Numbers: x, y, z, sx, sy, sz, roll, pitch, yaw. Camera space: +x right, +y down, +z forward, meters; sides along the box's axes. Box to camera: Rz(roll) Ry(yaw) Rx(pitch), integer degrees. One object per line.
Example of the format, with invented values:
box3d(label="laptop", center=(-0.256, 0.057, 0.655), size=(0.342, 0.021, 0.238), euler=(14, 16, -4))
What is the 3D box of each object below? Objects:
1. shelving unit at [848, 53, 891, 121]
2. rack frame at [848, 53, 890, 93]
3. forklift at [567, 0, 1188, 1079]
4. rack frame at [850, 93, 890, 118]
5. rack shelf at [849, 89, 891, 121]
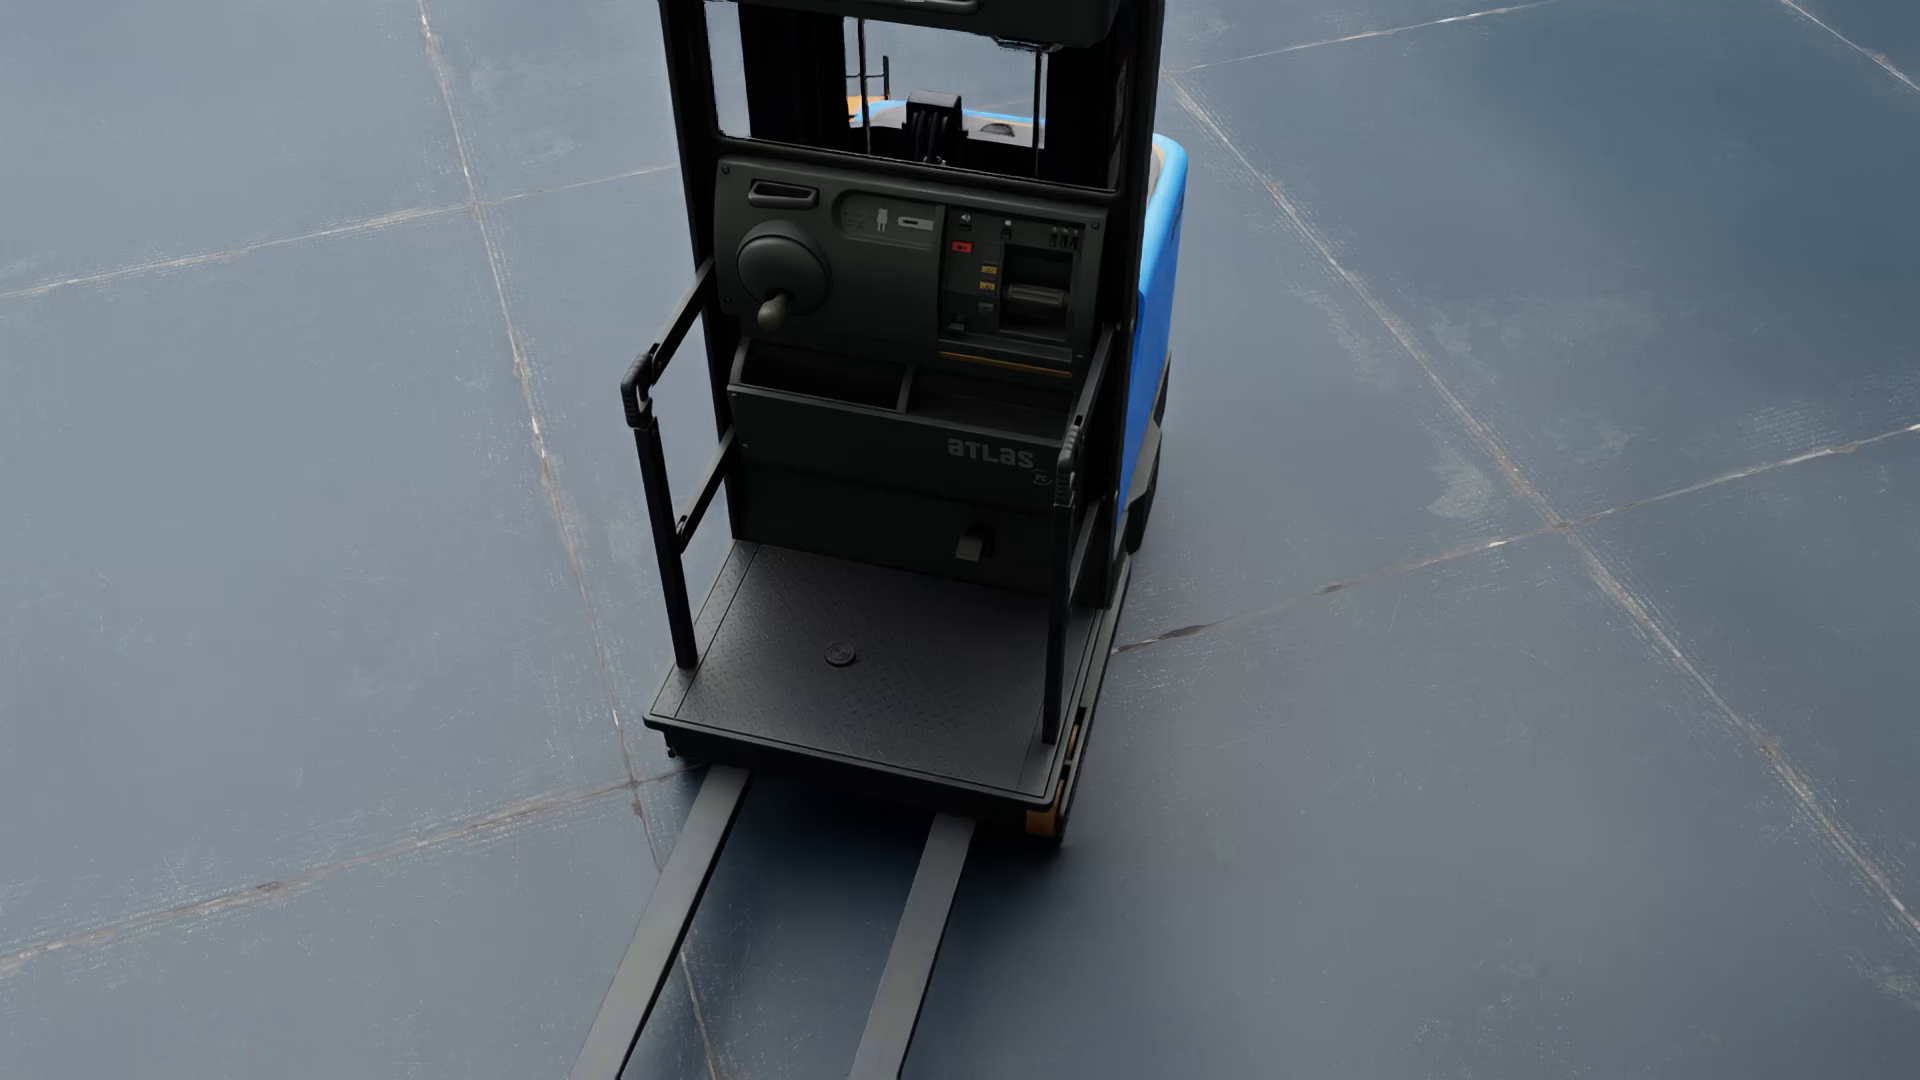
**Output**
box3d(label="shelving unit", center=(-0.323, -1.095, 5.599), size=(0.215, 1.050, 0.252), euler=(-2, 45, -2))
box3d(label="rack frame", center=(-0.329, -1.182, 5.684), size=(0.200, 1.050, 0.008), euler=(-2, 45, -2))
box3d(label="forklift", center=(-0.180, -0.551, 3.730), size=(1.130, 2.935, 3.031), euler=(11, 46, 10))
box3d(label="rack frame", center=(-0.317, -1.008, 5.513), size=(0.200, 1.050, 0.008), euler=(-2, 45, -2))
box3d(label="rack shelf", center=(-0.322, -1.287, 5.404), size=(0.215, 0.259, 0.240), euler=(-2, 45, -2))
